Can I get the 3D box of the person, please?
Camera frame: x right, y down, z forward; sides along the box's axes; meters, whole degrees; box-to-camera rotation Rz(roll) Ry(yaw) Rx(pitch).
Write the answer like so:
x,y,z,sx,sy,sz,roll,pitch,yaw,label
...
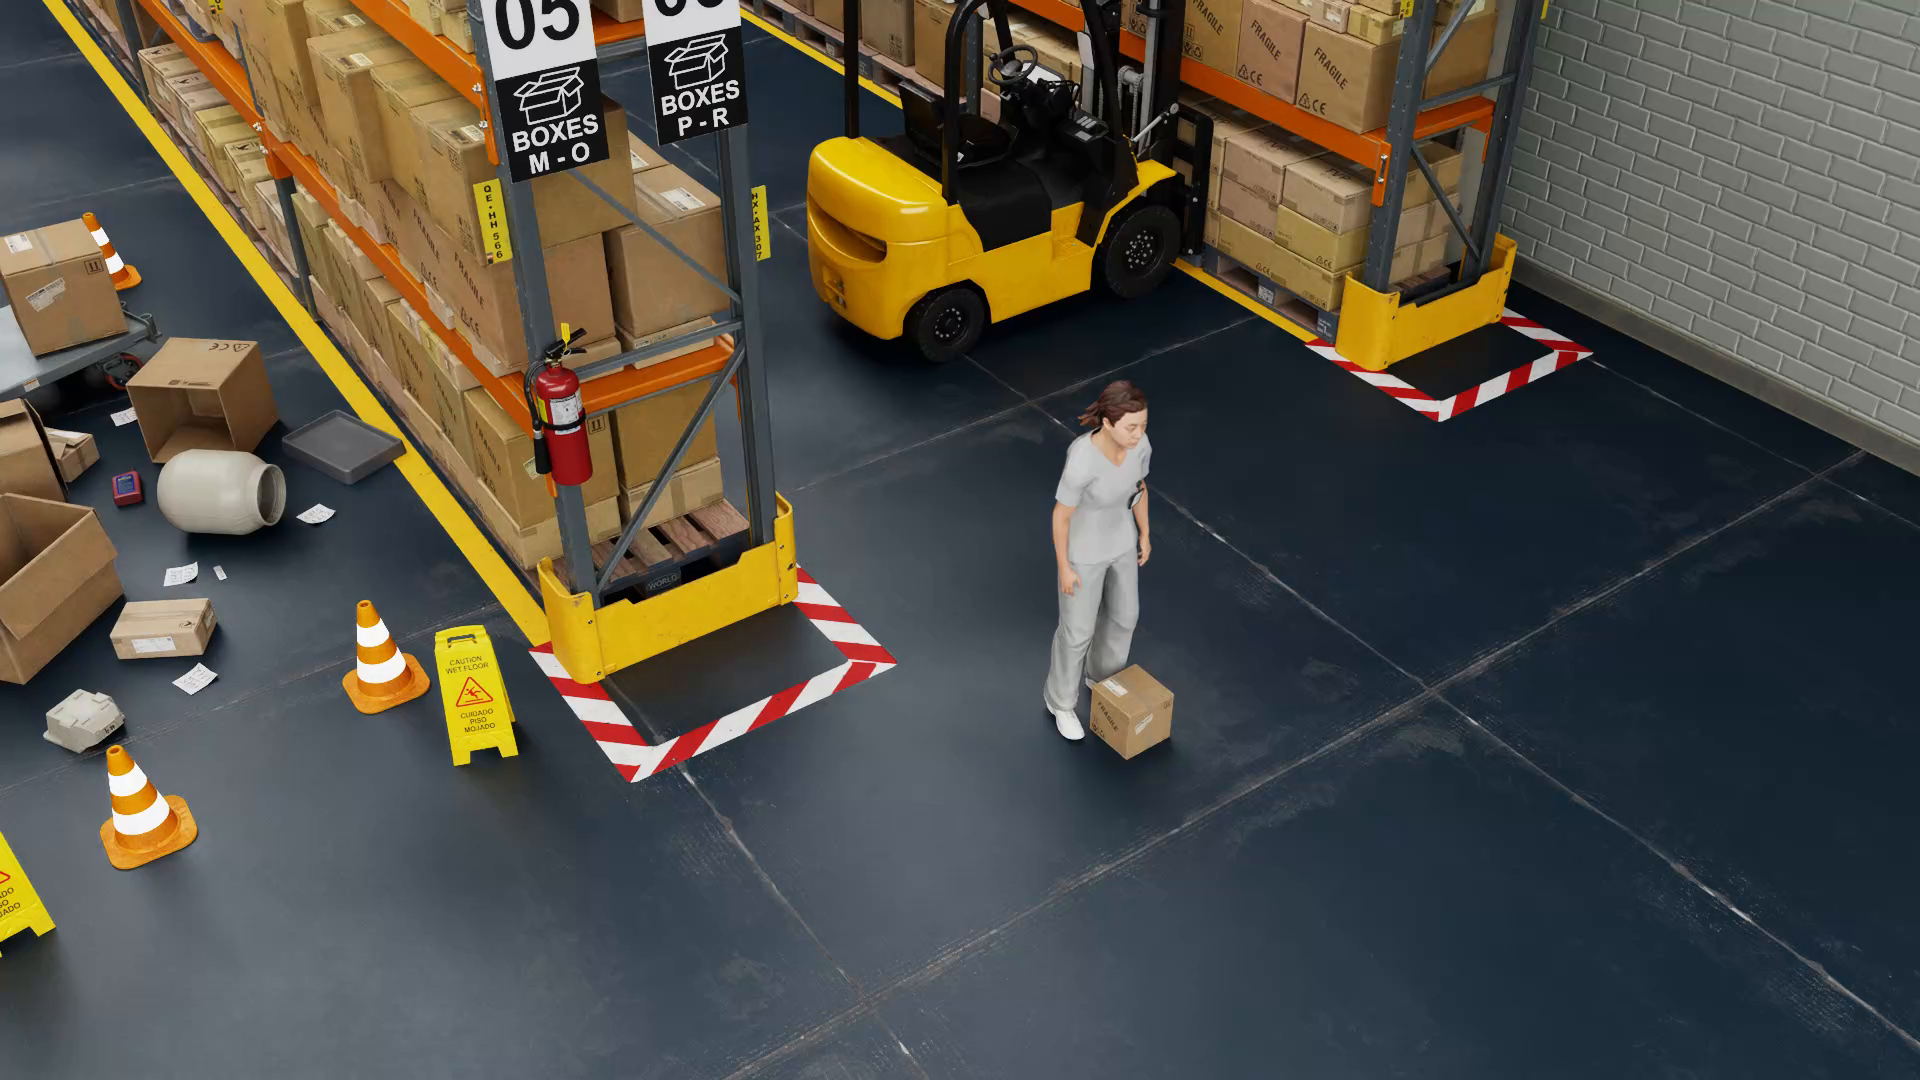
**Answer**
x,y,z,sx,sy,sz,roll,pitch,yaw,label
0.590,0.053,6.930,0.490,1.673,0.354,-23,42,-28,person
